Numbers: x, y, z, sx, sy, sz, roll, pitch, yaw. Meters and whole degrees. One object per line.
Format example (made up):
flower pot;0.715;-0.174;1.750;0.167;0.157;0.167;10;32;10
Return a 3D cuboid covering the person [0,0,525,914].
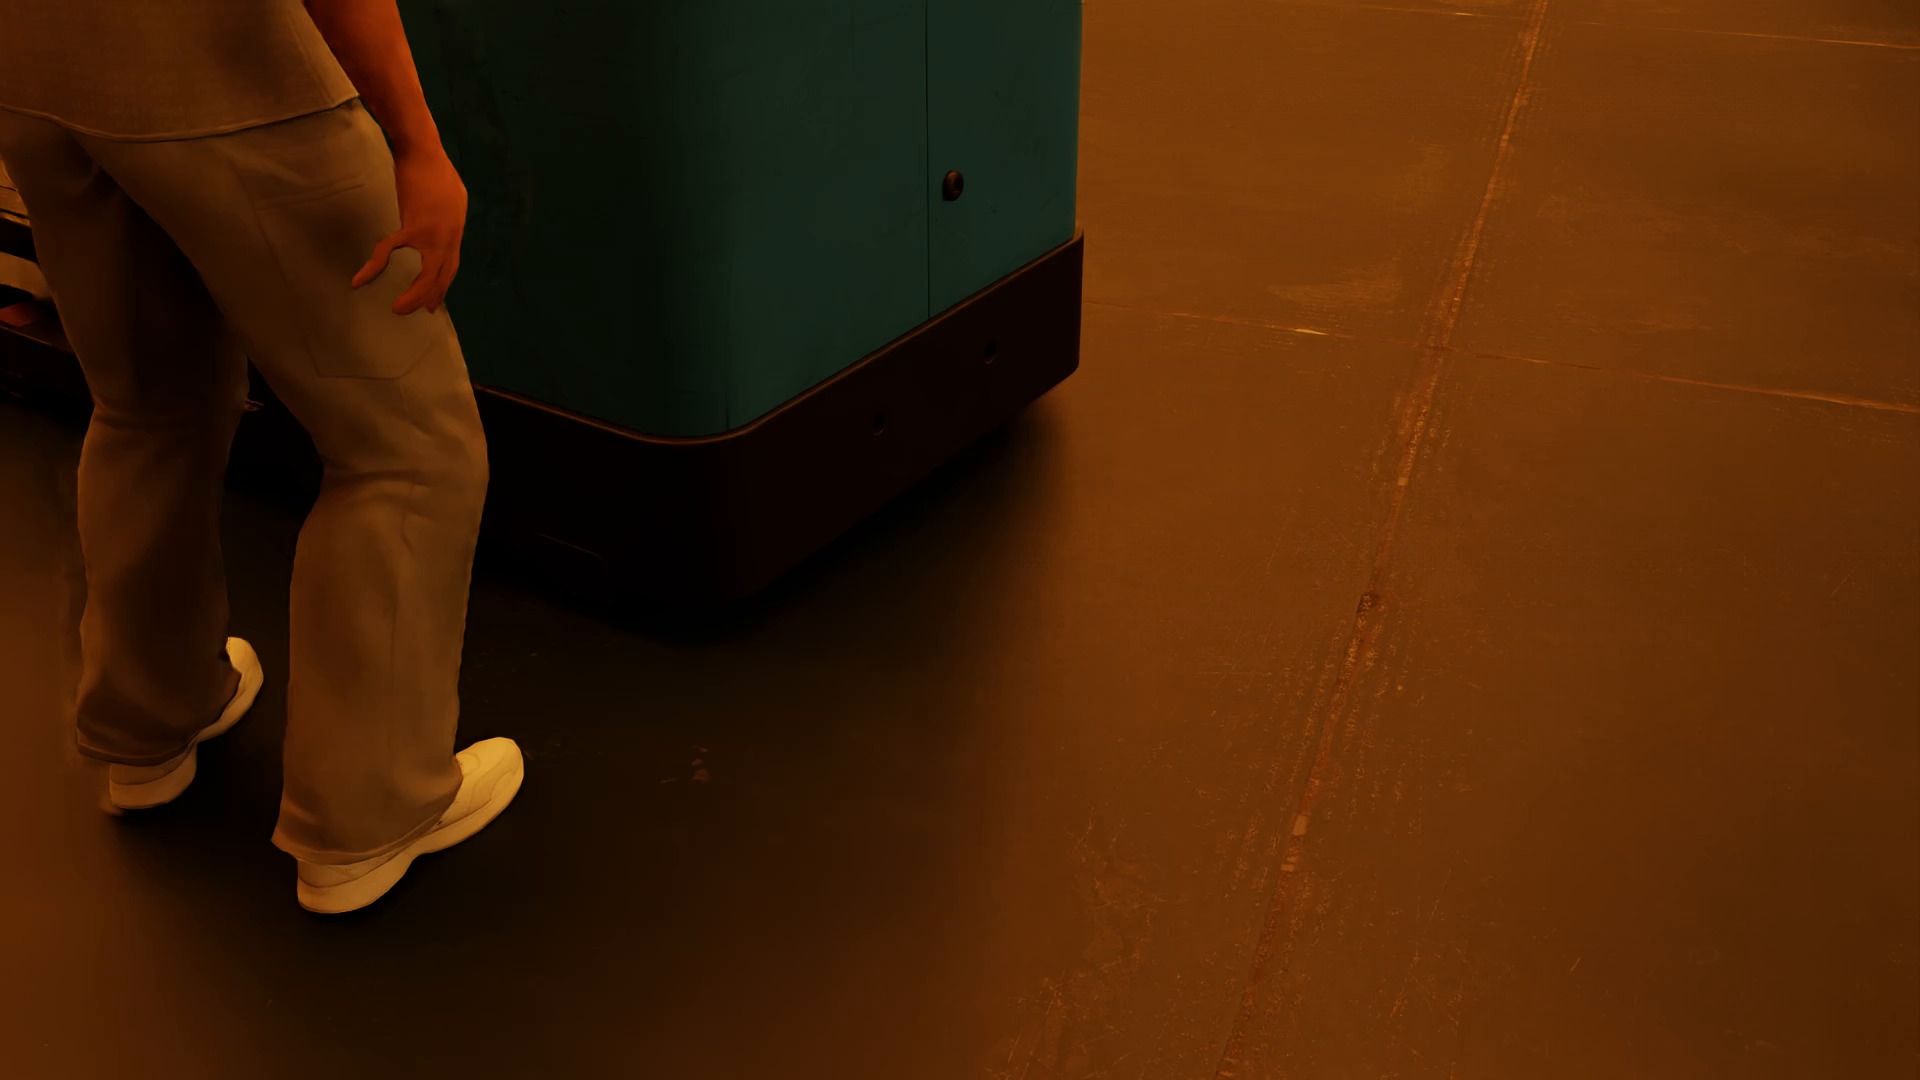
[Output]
person;-0.728;-0.409;1.549;0.700;1.652;0.315;16;33;27

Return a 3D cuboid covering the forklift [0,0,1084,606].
forklift;-1.310;-1.725;2.572;3.031;2.935;1.130;18;34;28
